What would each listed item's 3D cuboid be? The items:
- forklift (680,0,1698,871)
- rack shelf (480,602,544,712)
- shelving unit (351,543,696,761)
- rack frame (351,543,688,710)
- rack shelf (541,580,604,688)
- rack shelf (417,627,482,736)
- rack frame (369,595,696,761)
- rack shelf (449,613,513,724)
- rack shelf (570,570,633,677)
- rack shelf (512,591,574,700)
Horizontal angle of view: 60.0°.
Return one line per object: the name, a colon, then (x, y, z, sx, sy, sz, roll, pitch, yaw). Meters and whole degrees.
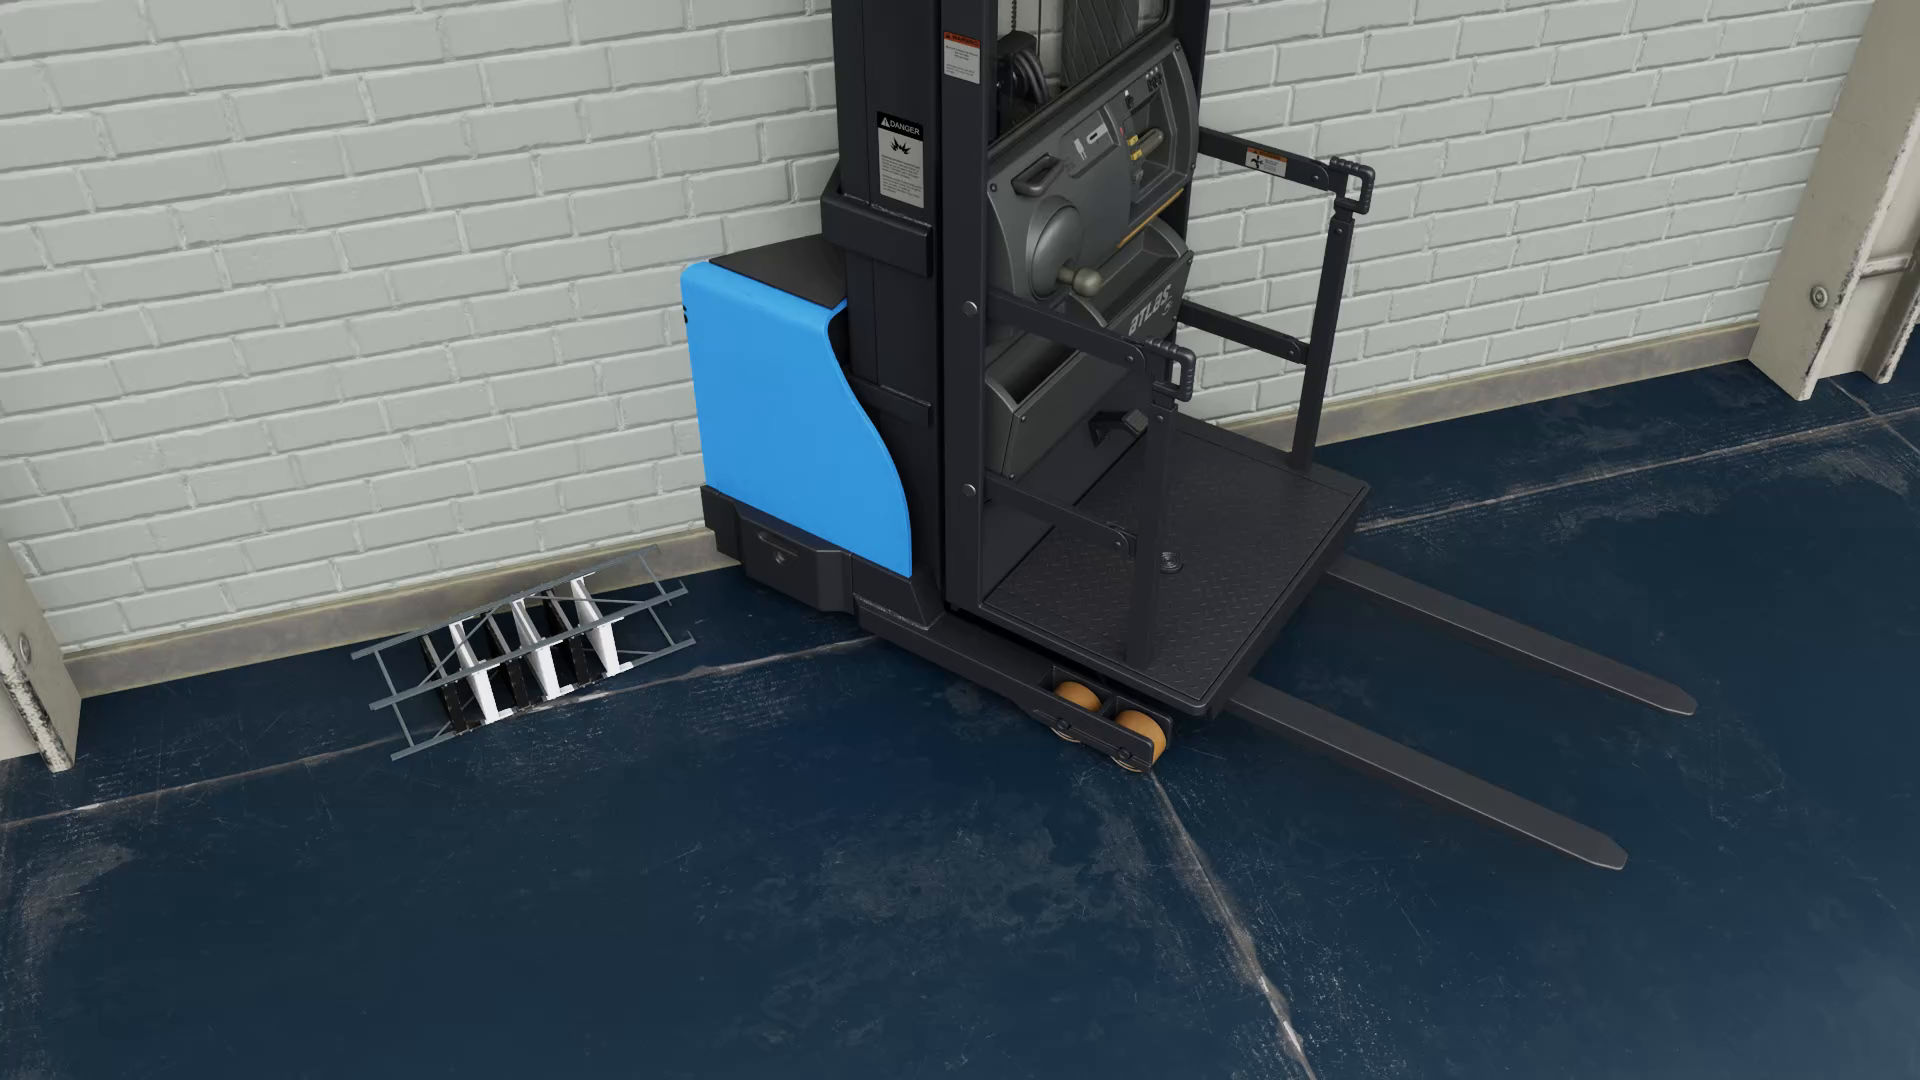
forklift: (0.518, -0.876, 4.025, 3.031, 2.935, 1.130, 24, 46, 25)
rack shelf: (-1.275, 0.327, 4.711, 0.077, 0.200, 0.258, -21, 45, -22)
shelving unit: (-1.226, 0.308, 4.732, 0.900, 0.210, 0.258, -21, 45, -22)
rack frame: (-1.227, 0.232, 4.665, 0.900, 0.006, 0.240, -21, 45, -22)
rack shelf: (-1.119, 0.266, 4.778, 0.077, 0.200, 0.258, -21, 45, -22)
rack shelf: (-1.431, 0.388, 4.644, 0.077, 0.200, 0.258, -21, 45, -22)
rack frame: (-1.225, 0.384, 4.799, 0.900, 0.006, 0.240, -21, 45, -22)
rack shelf: (-1.353, 0.357, 4.678, 0.077, 0.200, 0.258, -21, 45, -22)
rack shelf: (-1.042, 0.236, 4.811, 0.077, 0.200, 0.258, -21, 45, -22)
rack shelf: (-1.197, 0.297, 4.745, 0.077, 0.200, 0.258, -21, 45, -22)
